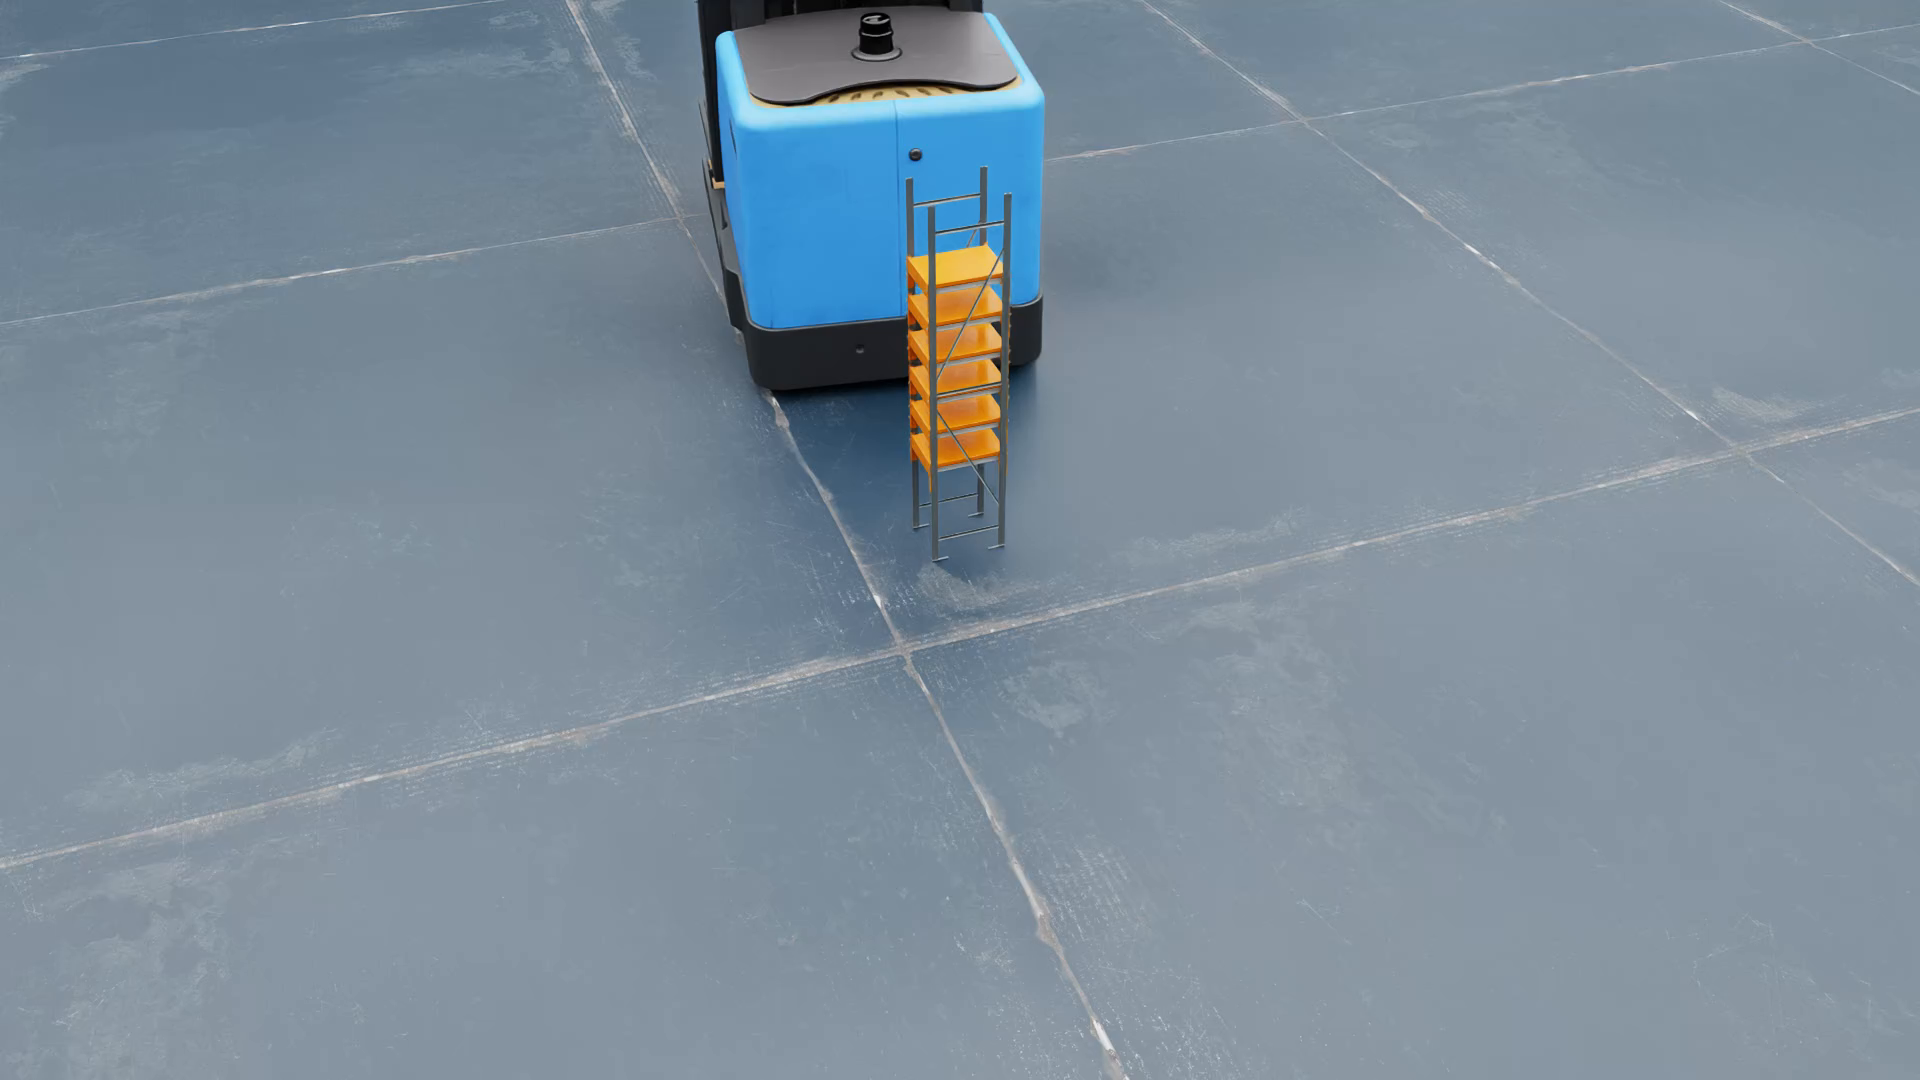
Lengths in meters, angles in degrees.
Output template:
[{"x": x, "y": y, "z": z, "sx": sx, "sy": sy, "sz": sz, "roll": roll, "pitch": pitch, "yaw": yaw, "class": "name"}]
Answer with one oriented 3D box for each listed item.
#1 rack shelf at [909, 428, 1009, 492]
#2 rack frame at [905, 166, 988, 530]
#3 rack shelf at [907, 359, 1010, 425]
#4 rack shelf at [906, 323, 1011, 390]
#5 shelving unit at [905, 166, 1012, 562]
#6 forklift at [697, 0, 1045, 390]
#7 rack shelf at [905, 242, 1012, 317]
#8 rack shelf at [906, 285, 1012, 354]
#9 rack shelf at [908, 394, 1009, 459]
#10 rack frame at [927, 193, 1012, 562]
[{"x": -0.005, "y": -0.260, "z": 5.071, "sx": 0.258, "sy": 0.103, "sz": 0.180, "roll": -12, "pitch": 39, "yaw": -16, "class": "rack shelf"}, {"x": -0.036, "y": -0.539, "z": 4.968, "sx": 0.240, "sy": 1.200, "sz": 0.006, "roll": -12, "pitch": 39, "yaw": -16, "class": "rack frame"}, {"x": -0.005, "y": -0.452, "z": 4.927, "sx": 0.258, "sy": 0.103, "sz": 0.180, "roll": -12, "pitch": 39, "yaw": -16, "class": "rack shelf"}, {"x": -0.005, "y": -0.548, "z": 4.854, "sx": 0.258, "sy": 0.103, "sz": 0.180, "roll": -12, "pitch": 39, "yaw": -16, "class": "rack shelf"}, {"x": -0.005, "y": -0.487, "z": 4.900, "sx": 0.258, "sy": 1.200, "sz": 0.189, "roll": -12, "pitch": 39, "yaw": -16, "class": "shelving unit"}, {"x": -0.504, "y": -2.581, "z": 6.240, "sx": 1.130, "sy": 2.935, "sz": 3.031, "roll": -7, "pitch": 38, "yaw": -9, "class": "forklift"}, {"x": -0.005, "y": -0.739, "z": 4.710, "sx": 0.258, "sy": 0.103, "sz": 0.180, "roll": -12, "pitch": 39, "yaw": -16, "class": "rack shelf"}, {"x": -0.005, "y": -0.644, "z": 4.782, "sx": 0.258, "sy": 0.103, "sz": 0.180, "roll": -12, "pitch": 39, "yaw": -16, "class": "rack shelf"}, {"x": -0.005, "y": -0.356, "z": 4.999, "sx": 0.258, "sy": 0.103, "sz": 0.180, "roll": -12, "pitch": 39, "yaw": -16, "class": "rack shelf"}, {"x": 0.026, "y": -0.436, "z": 4.831, "sx": 0.240, "sy": 1.200, "sz": 0.006, "roll": -12, "pitch": 39, "yaw": -16, "class": "rack frame"}]
